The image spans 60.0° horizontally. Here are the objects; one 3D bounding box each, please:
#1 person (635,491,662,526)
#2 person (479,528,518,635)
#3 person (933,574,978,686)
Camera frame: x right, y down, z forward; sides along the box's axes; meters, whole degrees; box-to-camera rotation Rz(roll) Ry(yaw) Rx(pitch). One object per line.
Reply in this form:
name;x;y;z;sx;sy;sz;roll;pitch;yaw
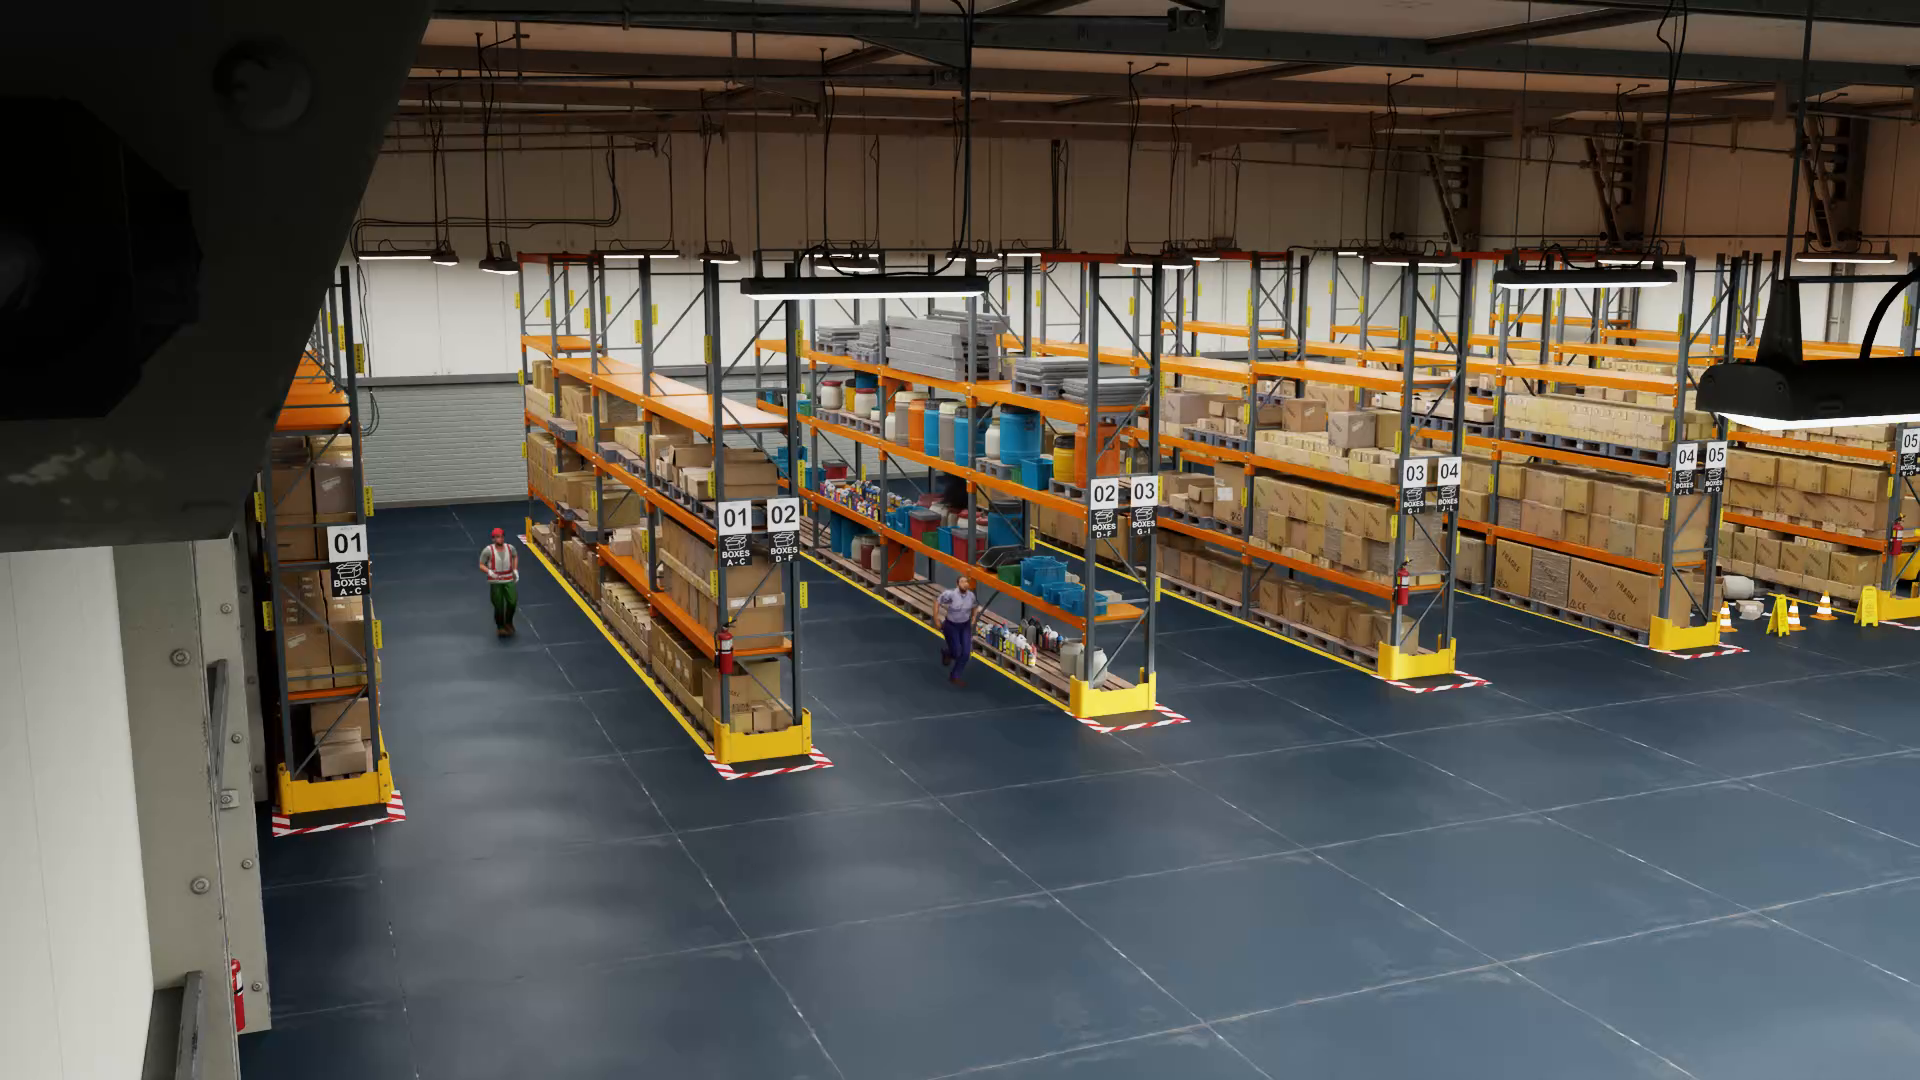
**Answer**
person;-6.633;-0.864;35.078;0.608;1.657;0.916;-9;14;-42
person;-7.285;0.678;26.415;0.648;1.759;0.640;-5;12;-26
person;-0.041;1.271;23.676;0.644;1.605;0.648;-5;12;-27
